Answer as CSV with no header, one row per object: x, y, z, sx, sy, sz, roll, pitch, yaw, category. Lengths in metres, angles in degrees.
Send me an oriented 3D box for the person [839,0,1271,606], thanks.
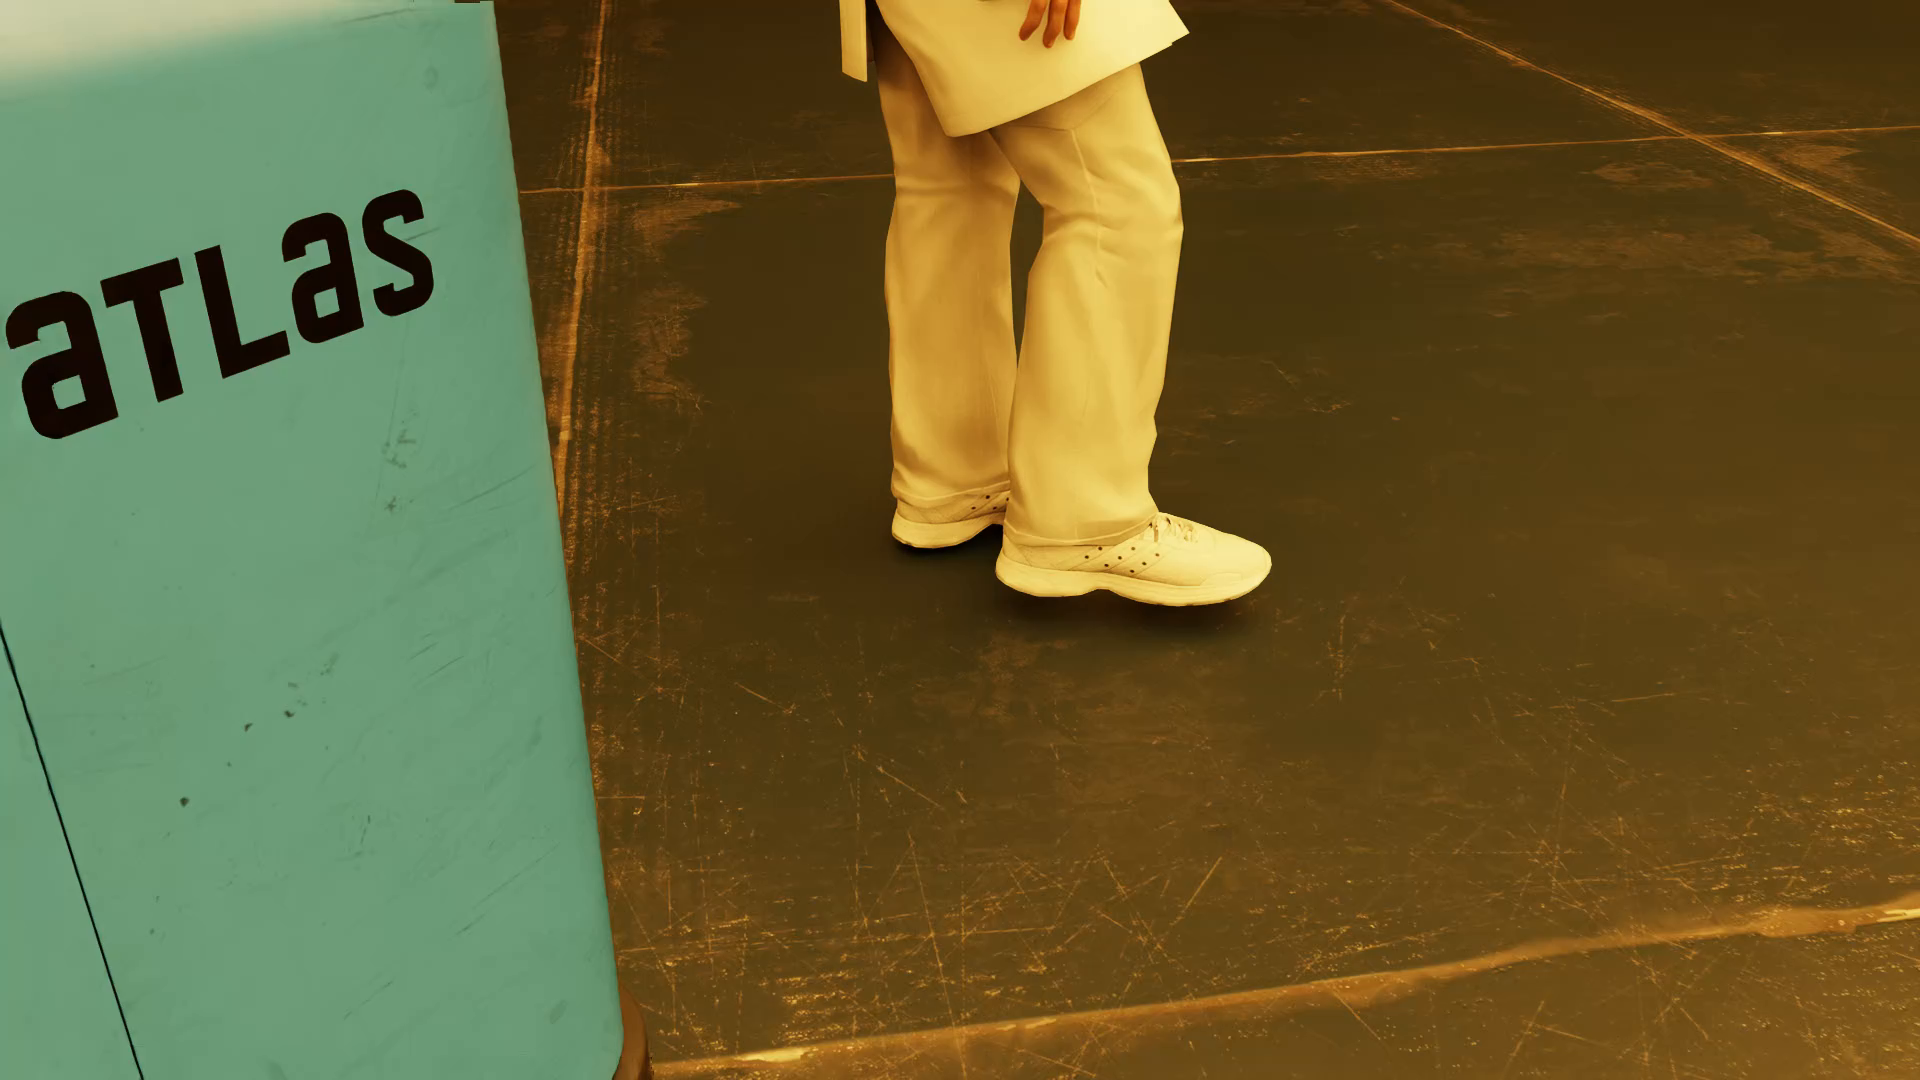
0.091,-0.797,2.090,0.581,1.777,0.698,-5,28,-9,person
